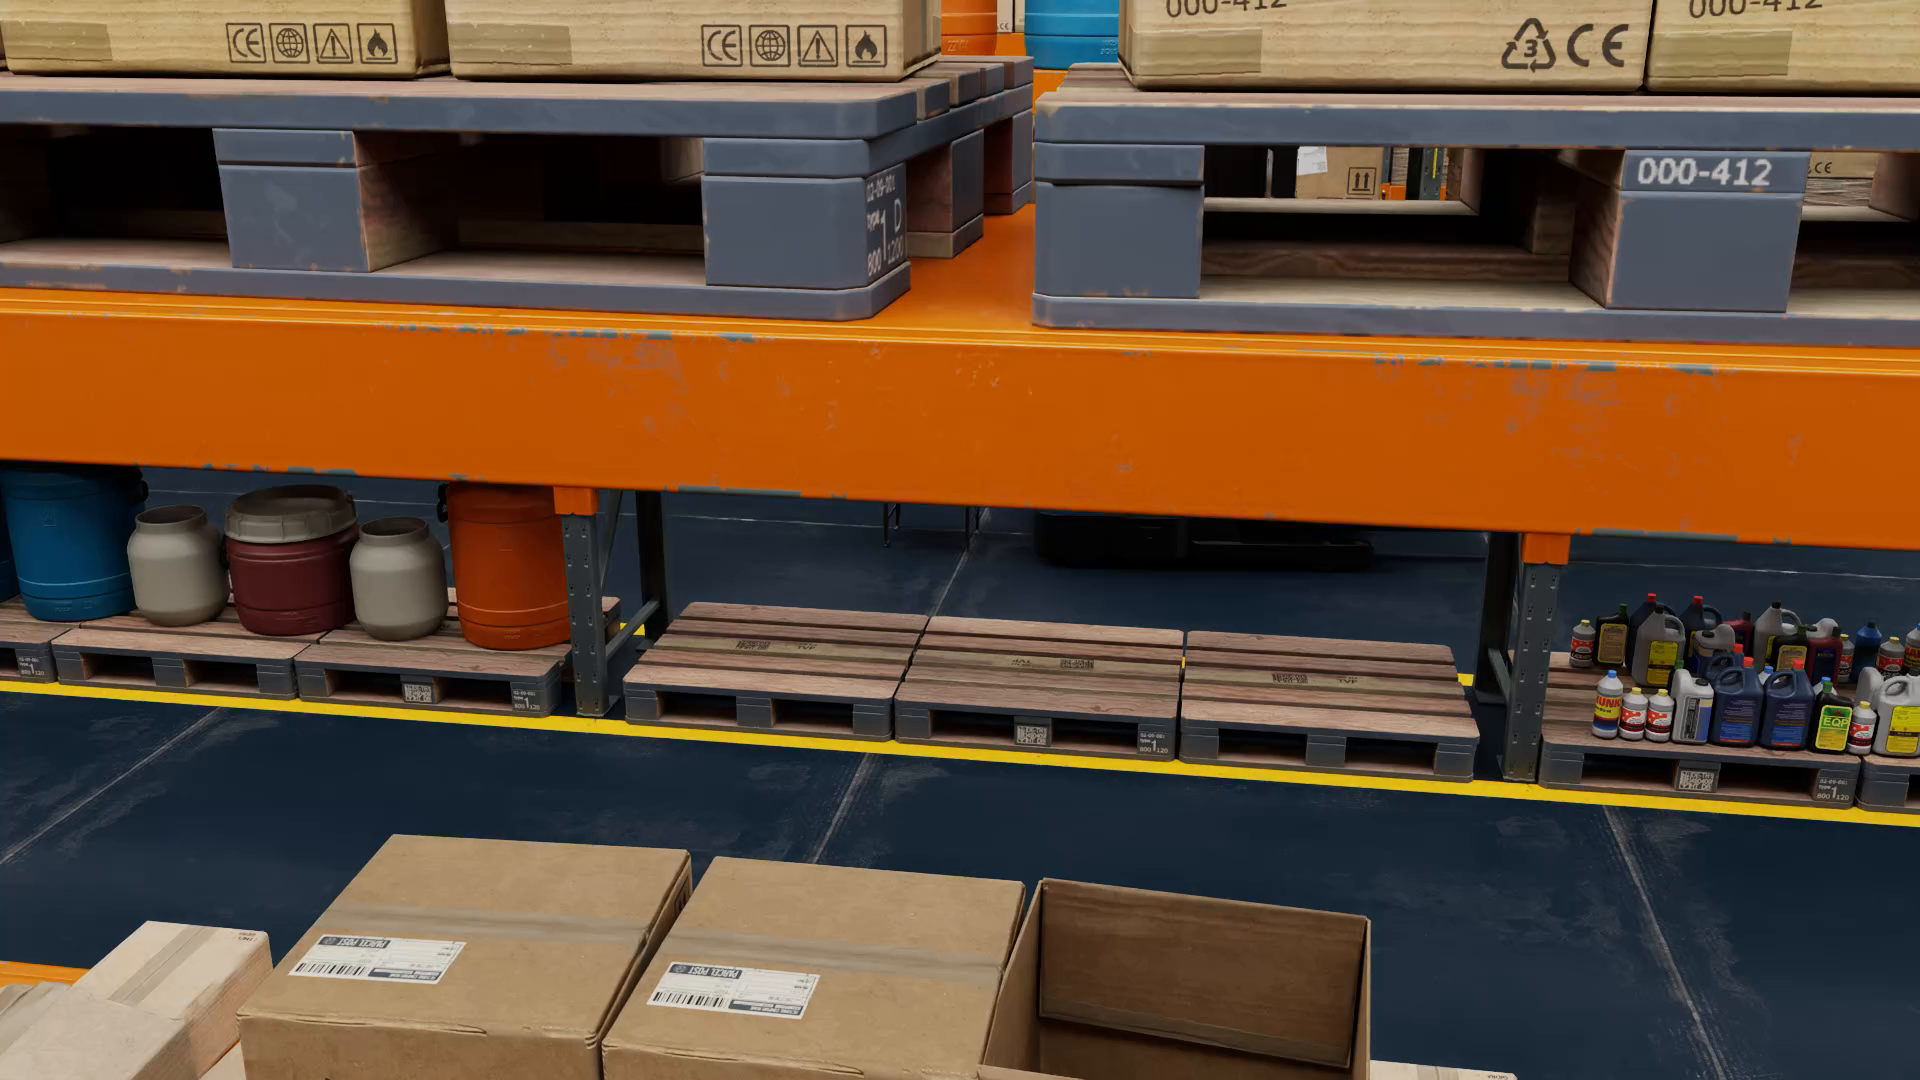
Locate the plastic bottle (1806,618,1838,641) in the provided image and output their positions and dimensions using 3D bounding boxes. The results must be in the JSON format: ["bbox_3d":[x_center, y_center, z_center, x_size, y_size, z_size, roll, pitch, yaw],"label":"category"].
[{"bbox_3d":[3.725,0.478,7.246,0.135,0.276,0.152,3,19,10],"label":"plastic bottle"}]

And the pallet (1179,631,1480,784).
[{"bbox_3d":[1.593,0.713,7.340,1.213,0.211,1.003,3,19,9],"label":"pallet"}]

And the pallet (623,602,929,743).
[{"bbox_3d":[-0.816,0.590,7.707,1.213,0.211,1.003,3,19,9],"label":"pallet"}]

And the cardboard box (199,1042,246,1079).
[{"bbox_3d":[-1.096,0.934,2.681,0.250,0.149,0.380,4,19,13],"label":"cardboard box"}]

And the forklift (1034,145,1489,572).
[{"bbox_3d":[1.956,-1.386,9.326,3.031,2.935,1.130,1,19,2],"label":"forklift"}]

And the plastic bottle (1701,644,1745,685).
[{"bbox_3d":[3.129,0.591,6.791,0.185,0.351,0.144,3,19,9],"label":"plastic bottle"}]

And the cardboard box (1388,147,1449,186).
[{"bbox_3d":[4.413,-3.739,16.014,0.550,0.550,0.875,3,19,9],"label":"cardboard box"}]

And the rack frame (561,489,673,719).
[{"bbox_3d":[-1.574,-0.784,7.418,0.127,3.000,1.000,3,19,9],"label":"rack frame"}]

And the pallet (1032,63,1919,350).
[{"bbox_3d":[0.713,-0.403,1.853,1.217,0.209,0.805,2,19,6],"label":"pallet"}]

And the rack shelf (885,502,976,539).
[{"bbox_3d":[-0.163,-0.327,9.721,0.480,0.518,0.431,3,19,9],"label":"rack shelf"}]

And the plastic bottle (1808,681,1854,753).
[{"bbox_3d":[3.449,0.699,6.575,0.133,0.283,0.061,4,19,11],"label":"plastic bottle"}]

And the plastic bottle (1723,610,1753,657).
[{"bbox_3d":[3.413,0.444,7.336,0.133,0.283,0.061,4,19,12],"label":"plastic bottle"}]

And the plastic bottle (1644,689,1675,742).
[{"bbox_3d":[2.821,0.700,6.701,0.097,0.201,0.097,0,18,0],"label":"plastic bottle"}]

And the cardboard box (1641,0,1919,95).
[{"bbox_3d":[0.979,-0.615,1.761,0.500,0.250,0.500,5,19,14],"label":"cardboard box"}]

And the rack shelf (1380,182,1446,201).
[{"bbox_3d":[6.022,-3.241,15.896,4.000,0.370,1.077,3,19,9],"label":"rack shelf"}]

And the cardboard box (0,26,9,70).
[{"bbox_3d":[-1.387,-0.757,2.184,0.500,0.250,0.500,3,19,10],"label":"cardboard box"}]

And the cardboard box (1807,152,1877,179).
[{"bbox_3d":[5.540,-2.595,10.629,0.500,0.500,0.500,3,19,9],"label":"cardboard box"}]

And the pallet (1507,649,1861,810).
[{"bbox_3d":[3.031,0.787,7.118,1.213,0.211,1.003,3,19,9],"label":"pallet"}]

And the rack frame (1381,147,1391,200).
[{"bbox_3d":[4.047,-3.683,16.082,0.127,3.000,1.000,3,19,9],"label":"rack frame"}]

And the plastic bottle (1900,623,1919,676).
[{"bbox_3d":[4.146,0.493,7.208,0.097,0.271,0.097,0,18,0],"label":"plastic bottle"}]

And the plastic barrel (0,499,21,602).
[{"bbox_3d":[-4.989,-0.156,8.188,0.708,0.901,0.600,3,19,9],"label":"plastic barrel"}]

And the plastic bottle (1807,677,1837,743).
[{"bbox_3d":[3.444,0.679,6.654,0.097,0.271,0.097,0,18,0],"label":"plastic bottle"}]

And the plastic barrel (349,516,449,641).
[{"bbox_3d":[-2.632,0.177,7.805,0.421,0.512,0.421,0,18,0],"label":"plastic barrel"}]

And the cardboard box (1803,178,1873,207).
[{"bbox_3d":[5.572,-2.184,10.976,0.500,0.500,0.875,3,19,9],"label":"cardboard box"}]

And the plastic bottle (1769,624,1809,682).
[{"bbox_3d":[3.574,0.499,7.173,0.133,0.283,0.061,3,19,9],"label":"plastic bottle"}]

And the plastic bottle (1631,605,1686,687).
[{"bbox_3d":[3.034,0.453,7.204,0.185,0.351,0.144,3,19,9],"label":"plastic bottle"}]

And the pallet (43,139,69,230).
[{"bbox_3d":[-1.680,-0.559,2.316,1.003,0.211,1.213,4,19,11],"label":"pallet"}]

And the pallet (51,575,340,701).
[{"bbox_3d":[-3.561,0.450,8.125,1.213,0.211,1.003,3,19,9],"label":"pallet"}]

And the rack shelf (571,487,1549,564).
[{"bbox_3d":[0.400,-0.342,7.231,4.000,0.370,1.077,3,19,9],"label":"rack shelf"}]

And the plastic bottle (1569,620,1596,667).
[{"bbox_3d":[2.783,0.457,7.427,0.097,0.201,0.097,0,18,0],"label":"plastic bottle"}]

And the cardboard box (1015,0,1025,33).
[{"bbox_3d":[0.651,-3.534,11.148,0.500,0.250,0.500,3,19,10],"label":"cardboard box"}]

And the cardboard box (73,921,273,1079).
[{"bbox_3d":[-1.432,0.846,2.944,0.250,0.149,0.380,3,19,9],"label":"cardboard box"}]

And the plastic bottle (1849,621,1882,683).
[{"bbox_3d":[3.946,0.483,7.239,0.097,0.271,0.097,0,18,0],"label":"plastic bottle"}]

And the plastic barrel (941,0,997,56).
[{"bbox_3d":[-0.152,-2.267,6.448,0.708,0.830,0.600,3,19,9],"label":"plastic barrel"}]

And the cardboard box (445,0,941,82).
[{"bbox_3d":[-0.293,-0.697,2.005,0.500,0.250,0.500,1,19,4],"label":"cardboard box"}]

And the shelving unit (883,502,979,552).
[{"bbox_3d":[-0.163,-1.004,9.495,0.503,2.100,0.431,3,19,9],"label":"shelving unit"}]

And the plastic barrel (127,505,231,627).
[{"bbox_3d":[-3.747,0.121,7.974,0.421,0.512,0.421,0,18,0],"label":"plastic barrel"}]

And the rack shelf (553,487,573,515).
[{"bbox_3d":[-3.549,-0.543,7.833,4.000,0.370,1.077,3,19,9],"label":"rack shelf"}]

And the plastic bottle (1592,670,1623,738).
[{"bbox_3d":[2.620,0.656,6.721,0.097,0.271,0.097,0,18,0],"label":"plastic bottle"}]

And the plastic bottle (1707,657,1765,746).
[{"bbox_3d":[3.106,0.636,6.656,0.185,0.351,0.144,3,19,10],"label":"plastic bottle"}]

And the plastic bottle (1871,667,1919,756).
[{"bbox_3d":[3.712,0.667,6.564,0.185,0.351,0.144,3,19,8],"label":"plastic bottle"}]

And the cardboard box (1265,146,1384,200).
[{"bbox_3d":[2.398,-2.701,11.542,1.000,1.000,1.000,3,19,9],"label":"cardboard box"}]

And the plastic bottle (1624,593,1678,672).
[{"bbox_3d":[3.056,0.407,7.339,0.185,0.351,0.144,2,19,7],"label":"plastic bottle"}]

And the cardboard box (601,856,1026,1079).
[{"bbox_3d":[-0.185,0.826,2.448,0.500,0.500,0.500,3,19,9],"label":"cardboard box"}]

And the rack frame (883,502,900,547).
[{"bbox_3d":[-0.404,-1.016,9.532,0.015,2.100,0.400,3,19,9],"label":"rack frame"}]
